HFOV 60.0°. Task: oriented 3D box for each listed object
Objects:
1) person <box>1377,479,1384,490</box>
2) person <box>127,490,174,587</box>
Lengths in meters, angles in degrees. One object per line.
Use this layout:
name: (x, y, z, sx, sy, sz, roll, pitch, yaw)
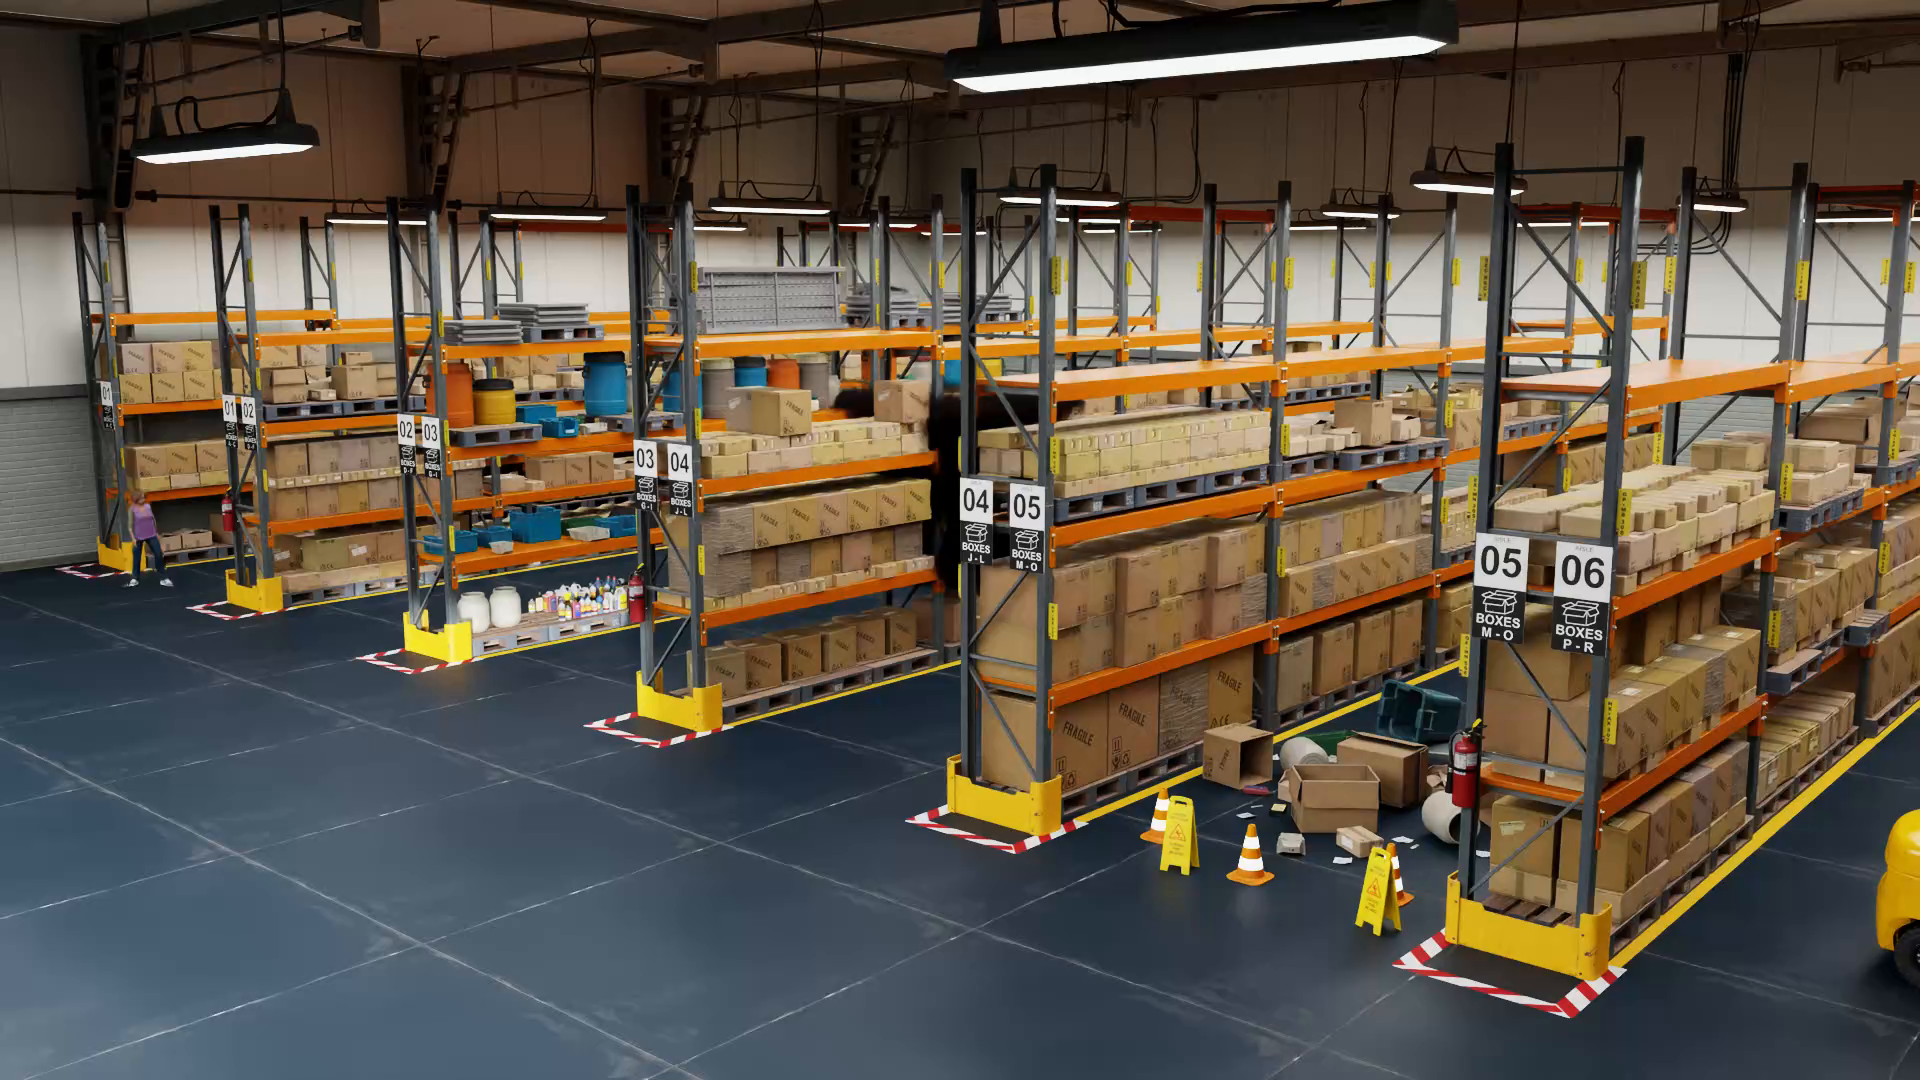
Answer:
person: (6.866, -0.217, 27.441, 0.655, 1.742, 0.992, 8, 12, 39)
person: (-13.078, -0.026, 26.700, 0.556, 1.582, 0.650, -9, 13, -43)
